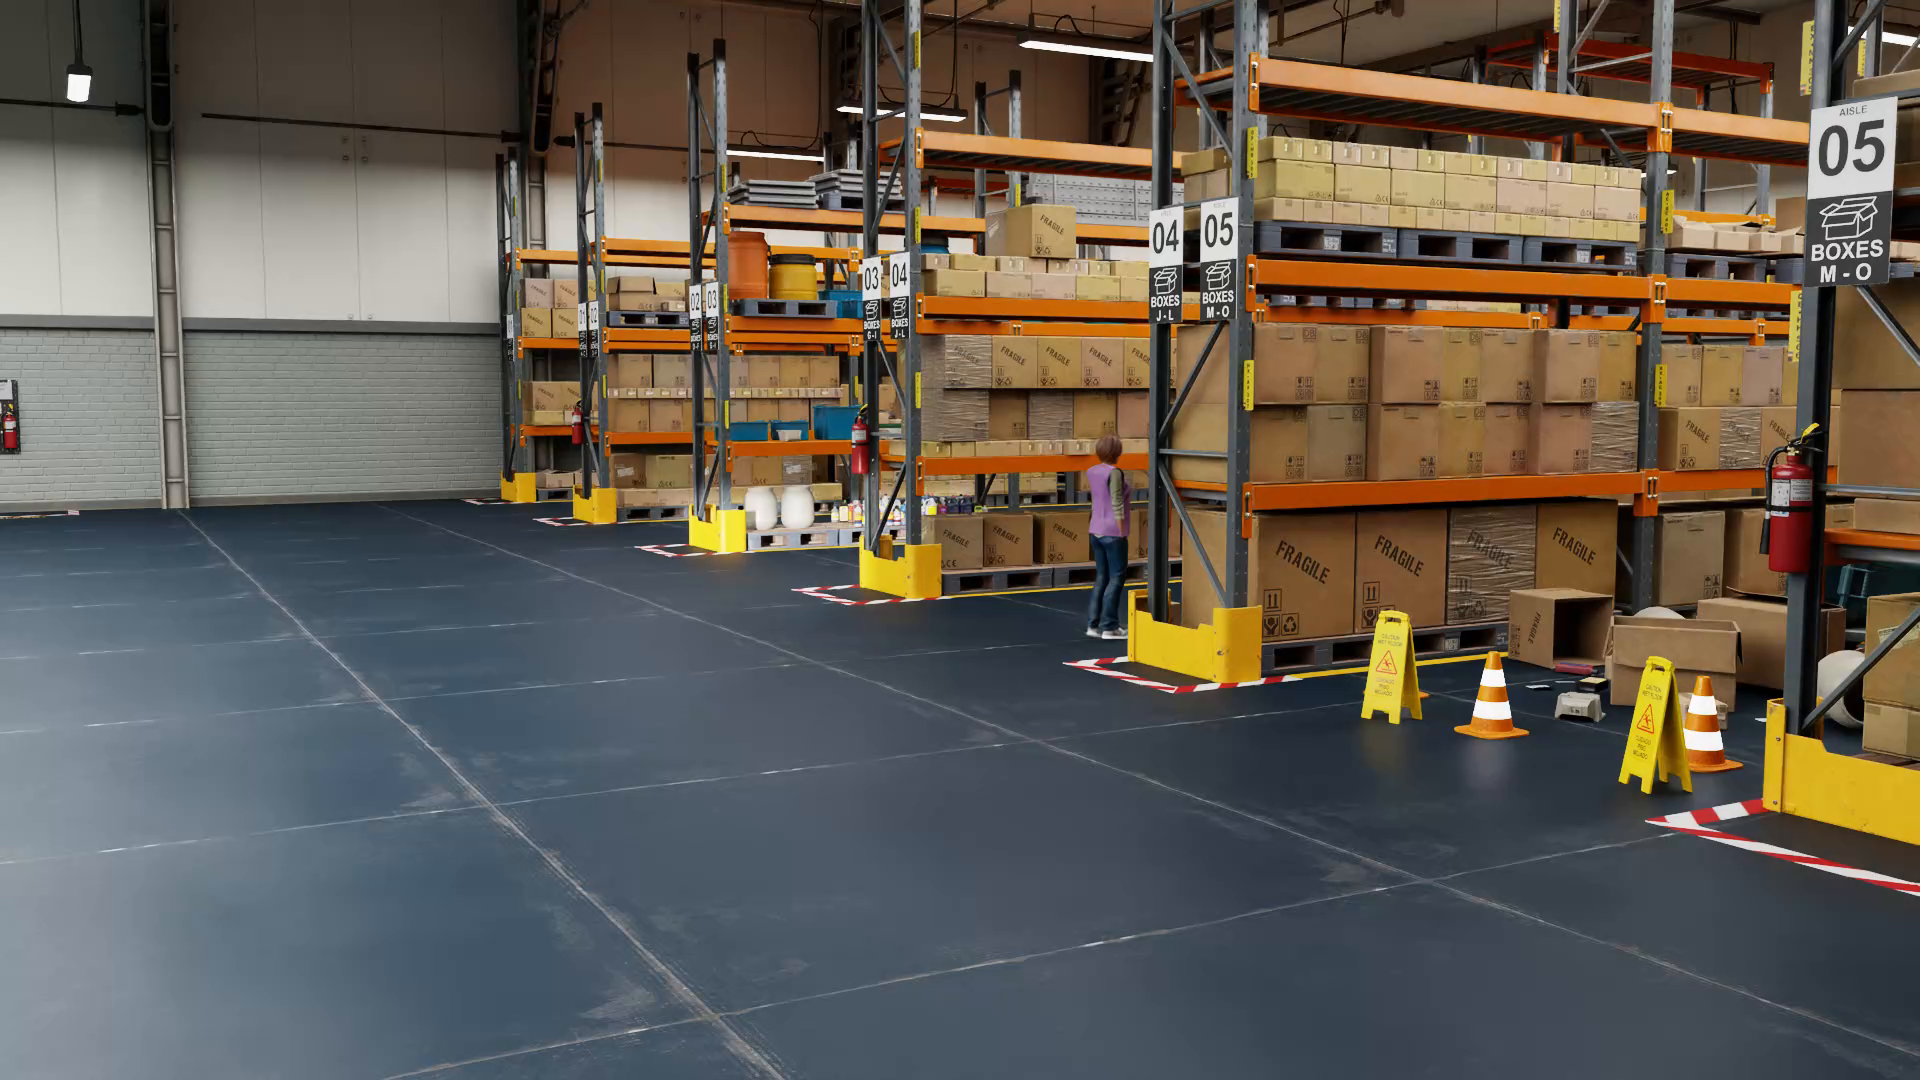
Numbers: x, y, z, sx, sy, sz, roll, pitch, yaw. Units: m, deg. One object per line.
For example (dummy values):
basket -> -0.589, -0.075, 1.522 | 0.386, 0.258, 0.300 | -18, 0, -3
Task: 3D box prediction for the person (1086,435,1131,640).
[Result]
person -> 1.160, -0.017, 13.005 | 0.303, 1.604, 0.407 | -3, 6, -27
